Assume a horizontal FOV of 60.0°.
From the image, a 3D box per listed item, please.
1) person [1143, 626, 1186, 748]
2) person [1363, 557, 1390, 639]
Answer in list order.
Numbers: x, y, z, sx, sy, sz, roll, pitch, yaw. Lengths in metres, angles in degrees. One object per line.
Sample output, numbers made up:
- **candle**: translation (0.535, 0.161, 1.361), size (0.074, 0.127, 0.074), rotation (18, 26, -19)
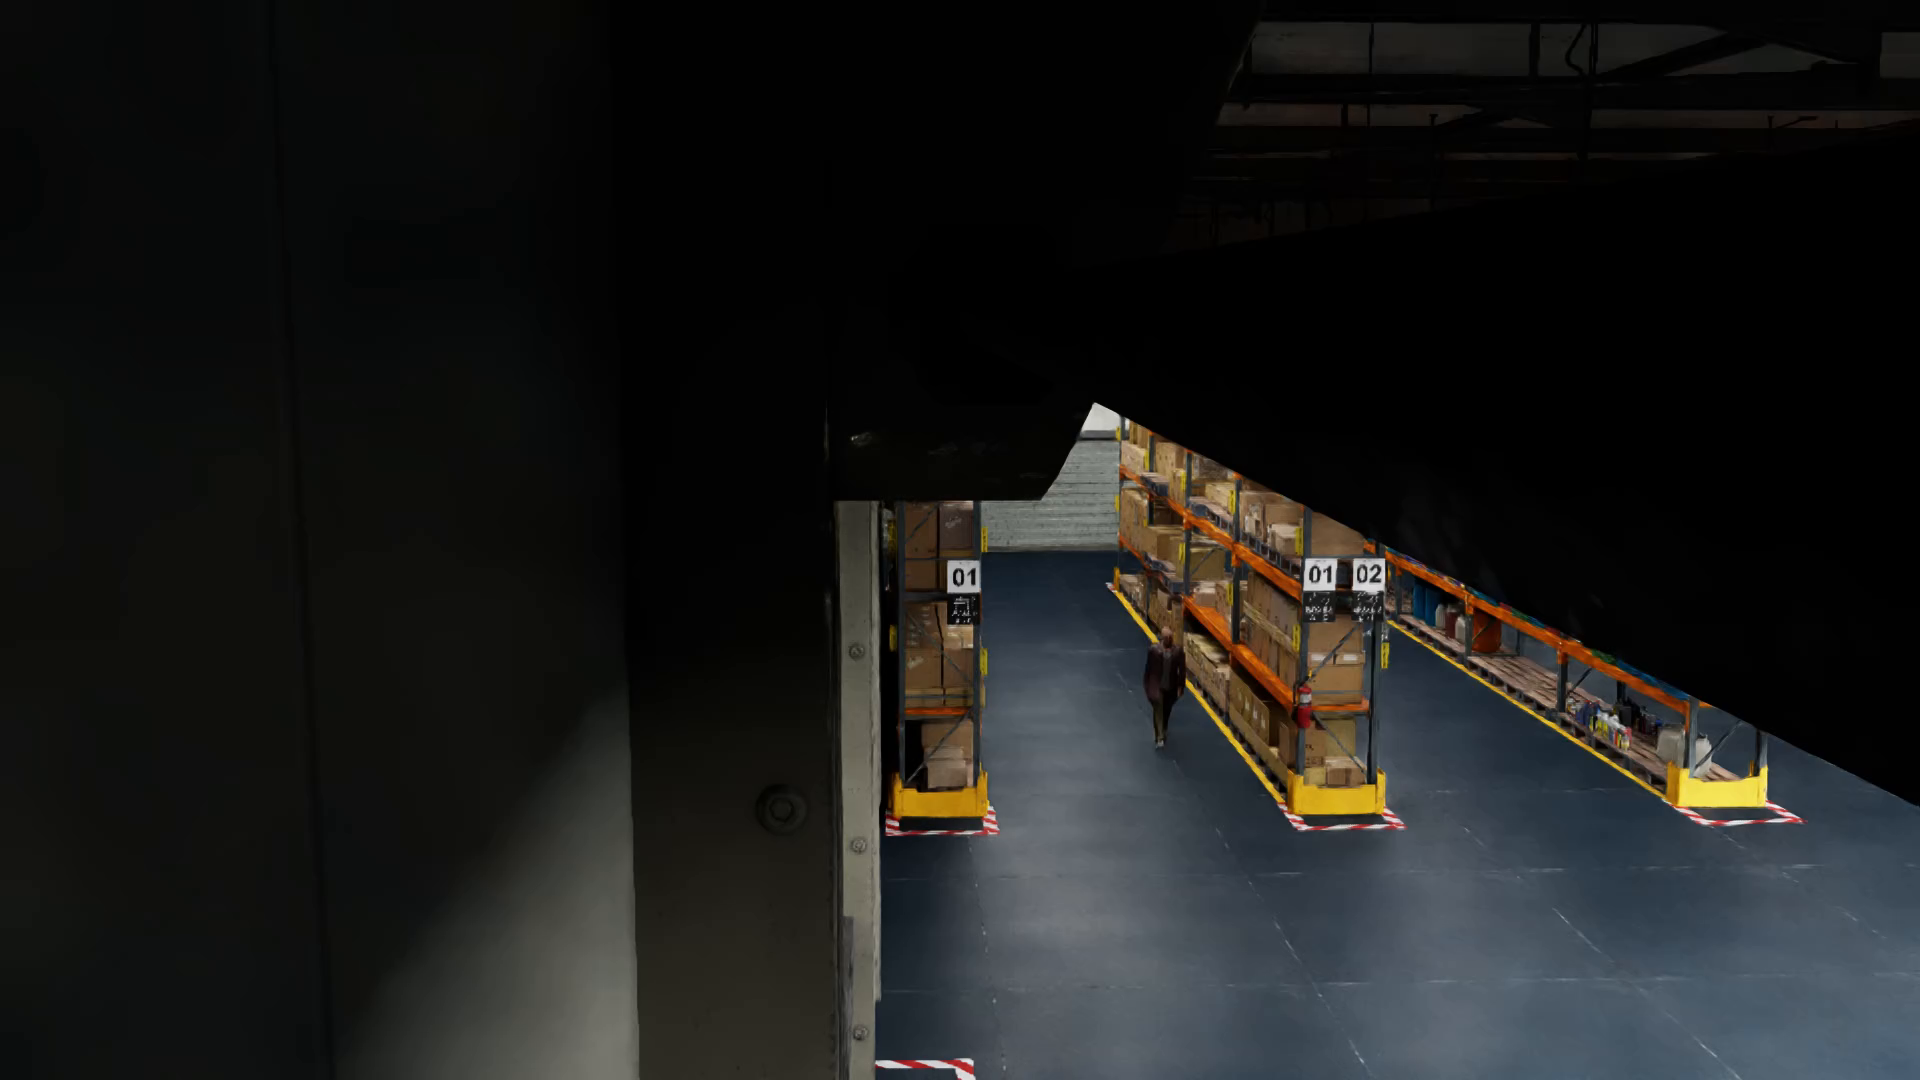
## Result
- **person**: translation (2.939, 2.064, 23.758), size (0.588, 1.700, 1.193), rotation (-1, 8, -5)
- **person**: translation (7.829, 1.047, 31.211), size (0.532, 1.587, 0.536), rotation (4, 9, 23)
